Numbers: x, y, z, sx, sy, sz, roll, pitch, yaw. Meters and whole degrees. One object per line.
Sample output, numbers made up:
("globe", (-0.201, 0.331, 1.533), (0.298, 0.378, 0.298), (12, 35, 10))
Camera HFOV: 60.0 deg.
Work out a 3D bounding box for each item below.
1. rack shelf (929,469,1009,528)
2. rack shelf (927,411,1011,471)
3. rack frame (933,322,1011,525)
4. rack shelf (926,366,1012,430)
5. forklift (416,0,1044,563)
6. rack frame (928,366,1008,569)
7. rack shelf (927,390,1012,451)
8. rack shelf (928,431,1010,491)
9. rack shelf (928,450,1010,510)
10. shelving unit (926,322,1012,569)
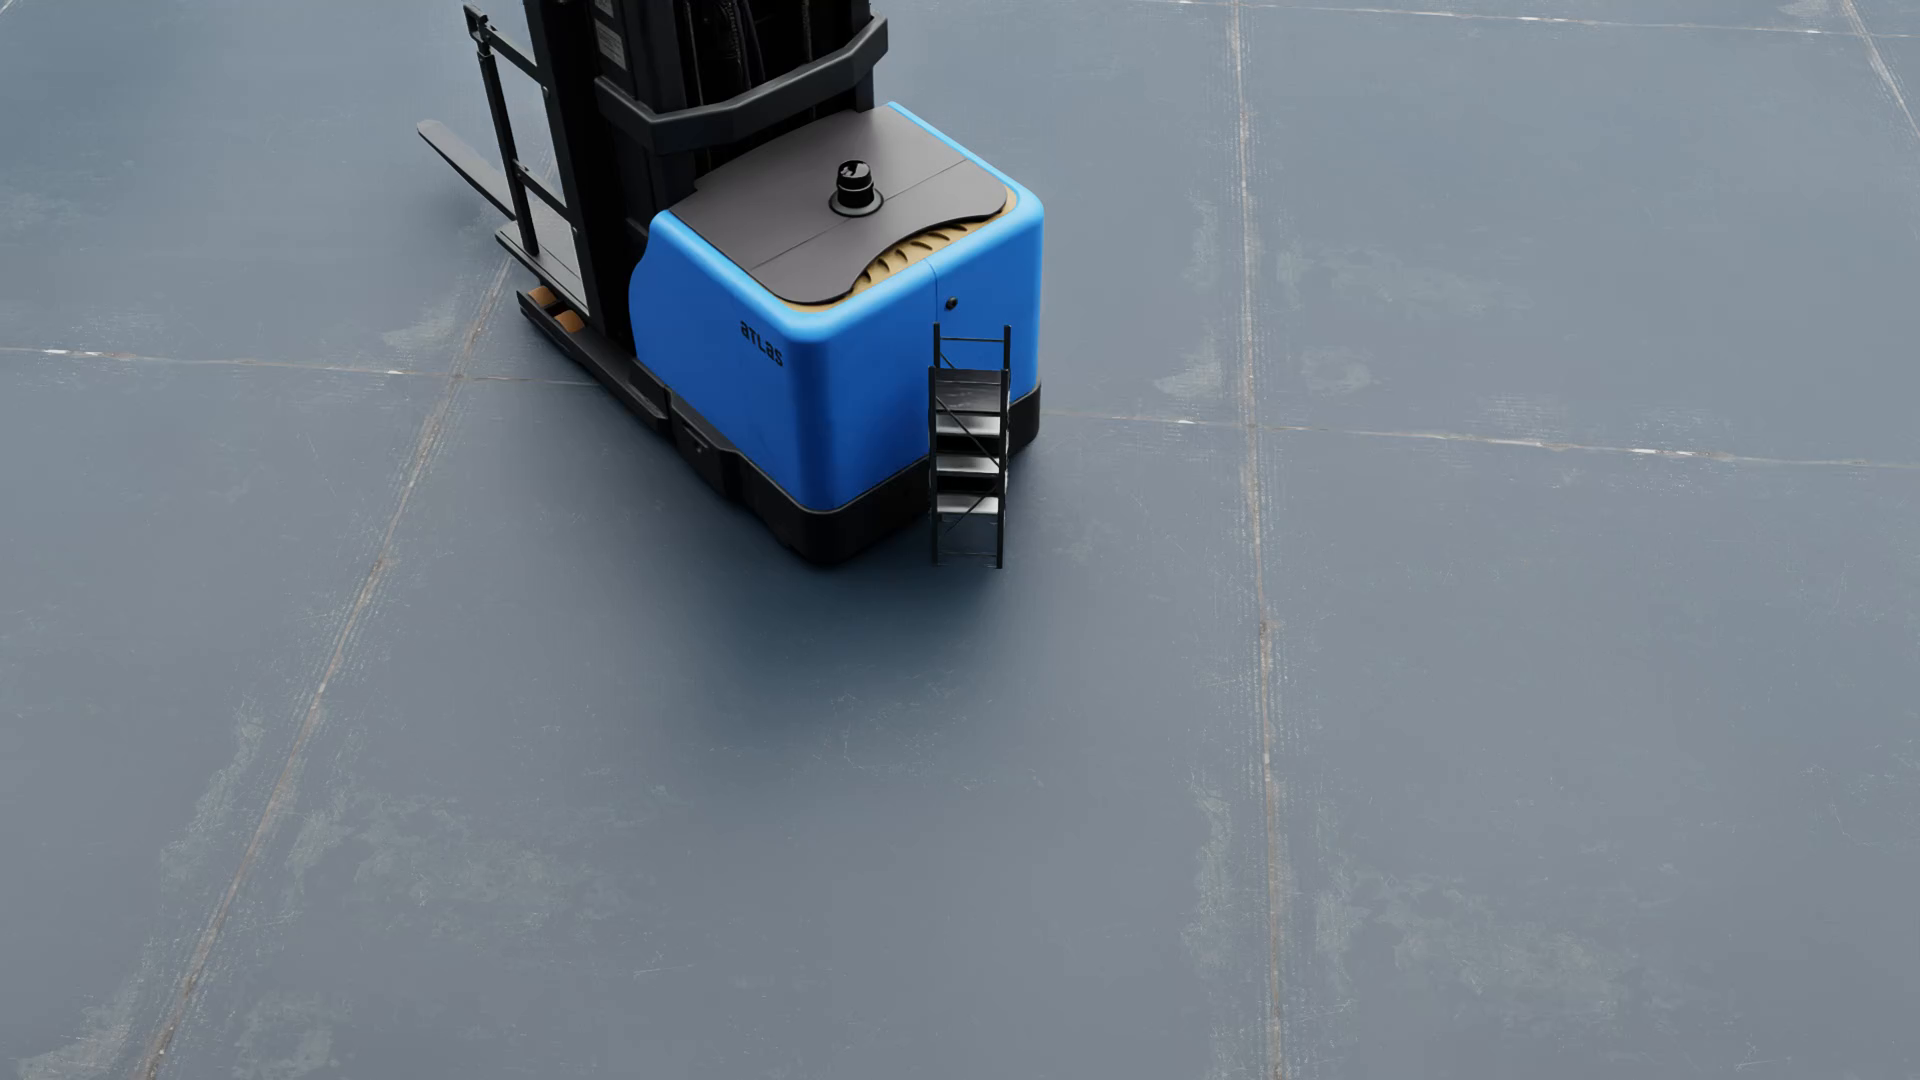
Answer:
("rack shelf", (0.031, -0.144, 5.561), (0.258, 0.077, 0.200), (3, 48, 2))
("rack shelf", (0.031, -0.326, 5.362), (0.258, 0.077, 0.200), (3, 48, 2))
("rack frame", (0.037, -0.363, 5.472), (0.240, 0.900, 0.006), (3, 48, 2))
("rack shelf", (0.031, -0.447, 5.229), (0.258, 0.077, 0.200), (3, 48, 2))
("forklift", (-1.063, -1.926, 5.525), (1.130, 2.935, 3.031), (-33, 55, -26))
("rack frame", (0.024, -0.213, 5.335), (0.240, 0.900, 0.006), (3, 48, 2))
("rack shelf", (0.031, -0.387, 5.295), (0.258, 0.077, 0.200), (3, 48, 2))
("rack shelf", (0.031, -0.265, 5.428), (0.258, 0.077, 0.200), (3, 48, 2))
("rack shelf", (0.031, -0.205, 5.494), (0.258, 0.077, 0.200), (3, 48, 2))
("shelving unit", (0.031, -0.288, 5.403), (0.258, 0.900, 0.210), (3, 48, 2))
